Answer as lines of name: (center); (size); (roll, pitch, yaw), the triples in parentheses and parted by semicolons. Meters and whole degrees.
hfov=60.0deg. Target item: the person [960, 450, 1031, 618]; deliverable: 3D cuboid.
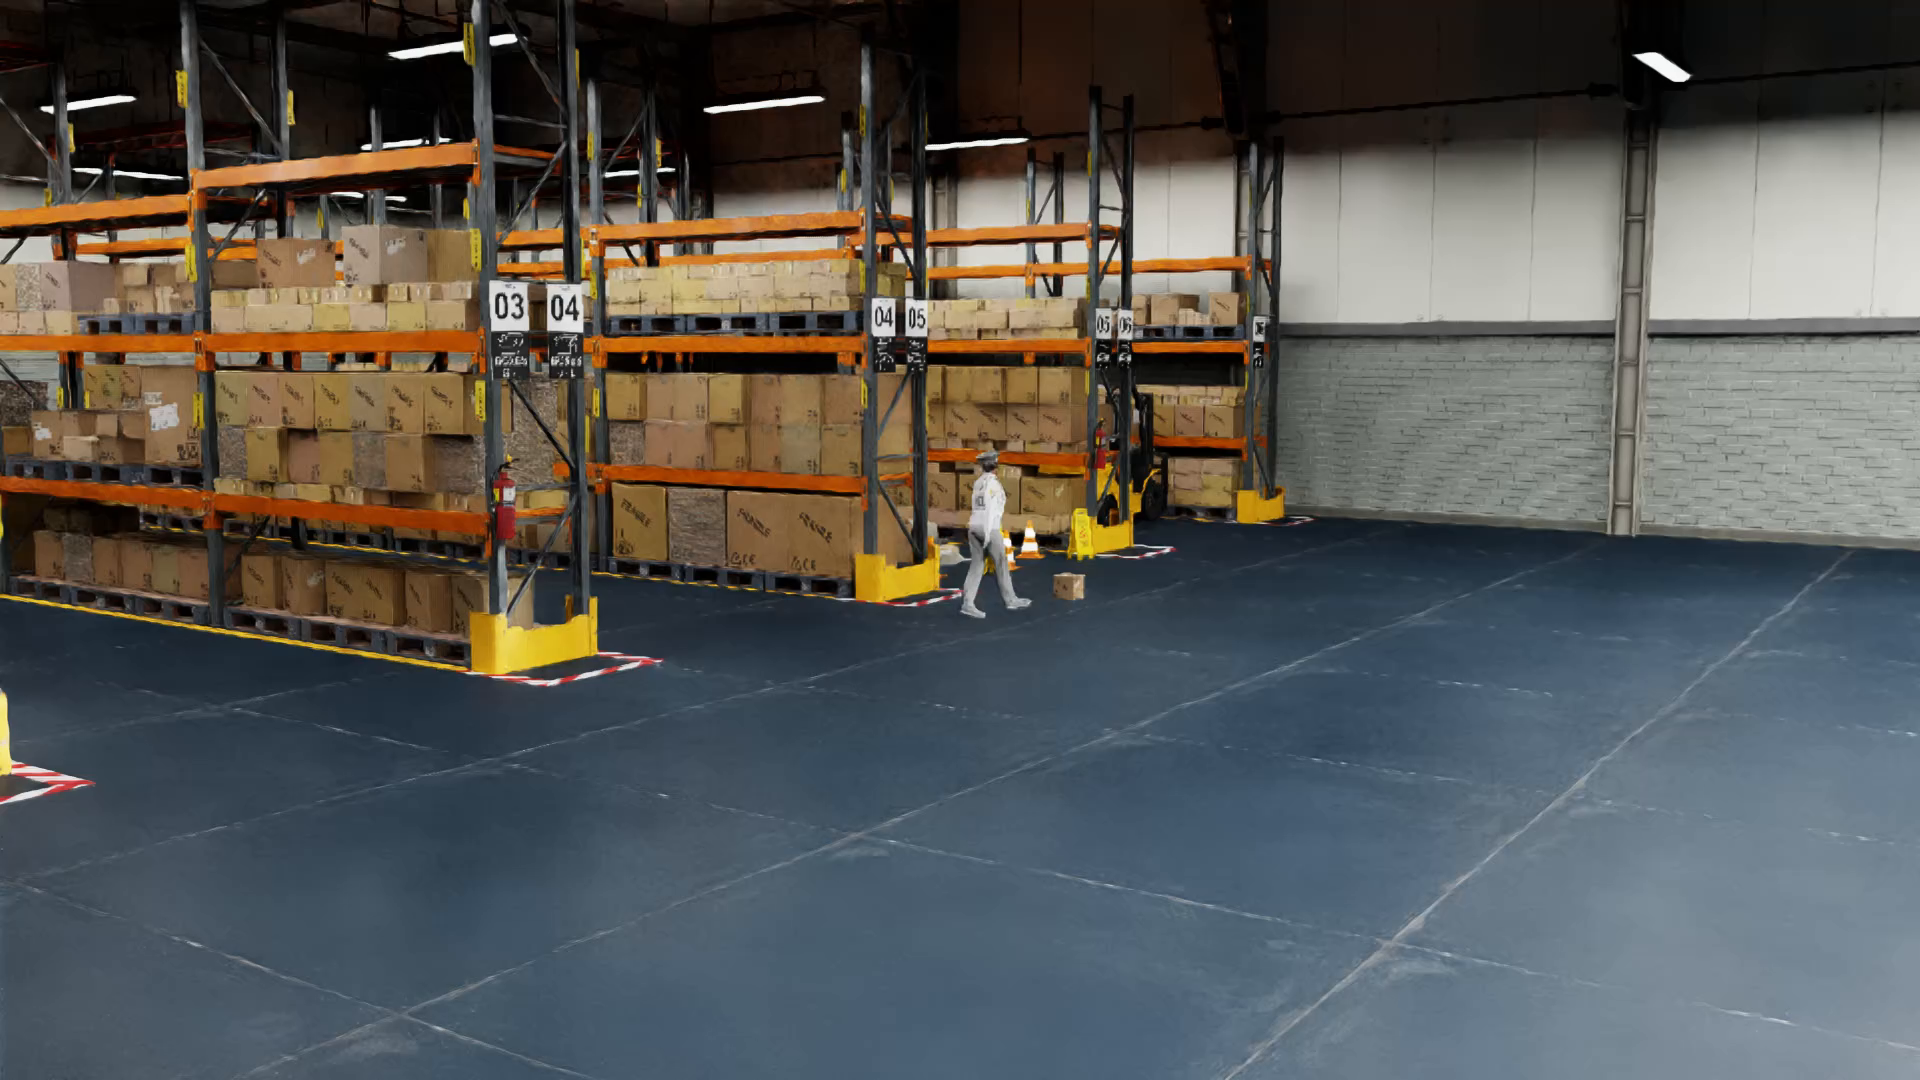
person: (0.339, -0.079, 16.730); (0.804, 1.640, 0.551); (-3, 7, -25)
